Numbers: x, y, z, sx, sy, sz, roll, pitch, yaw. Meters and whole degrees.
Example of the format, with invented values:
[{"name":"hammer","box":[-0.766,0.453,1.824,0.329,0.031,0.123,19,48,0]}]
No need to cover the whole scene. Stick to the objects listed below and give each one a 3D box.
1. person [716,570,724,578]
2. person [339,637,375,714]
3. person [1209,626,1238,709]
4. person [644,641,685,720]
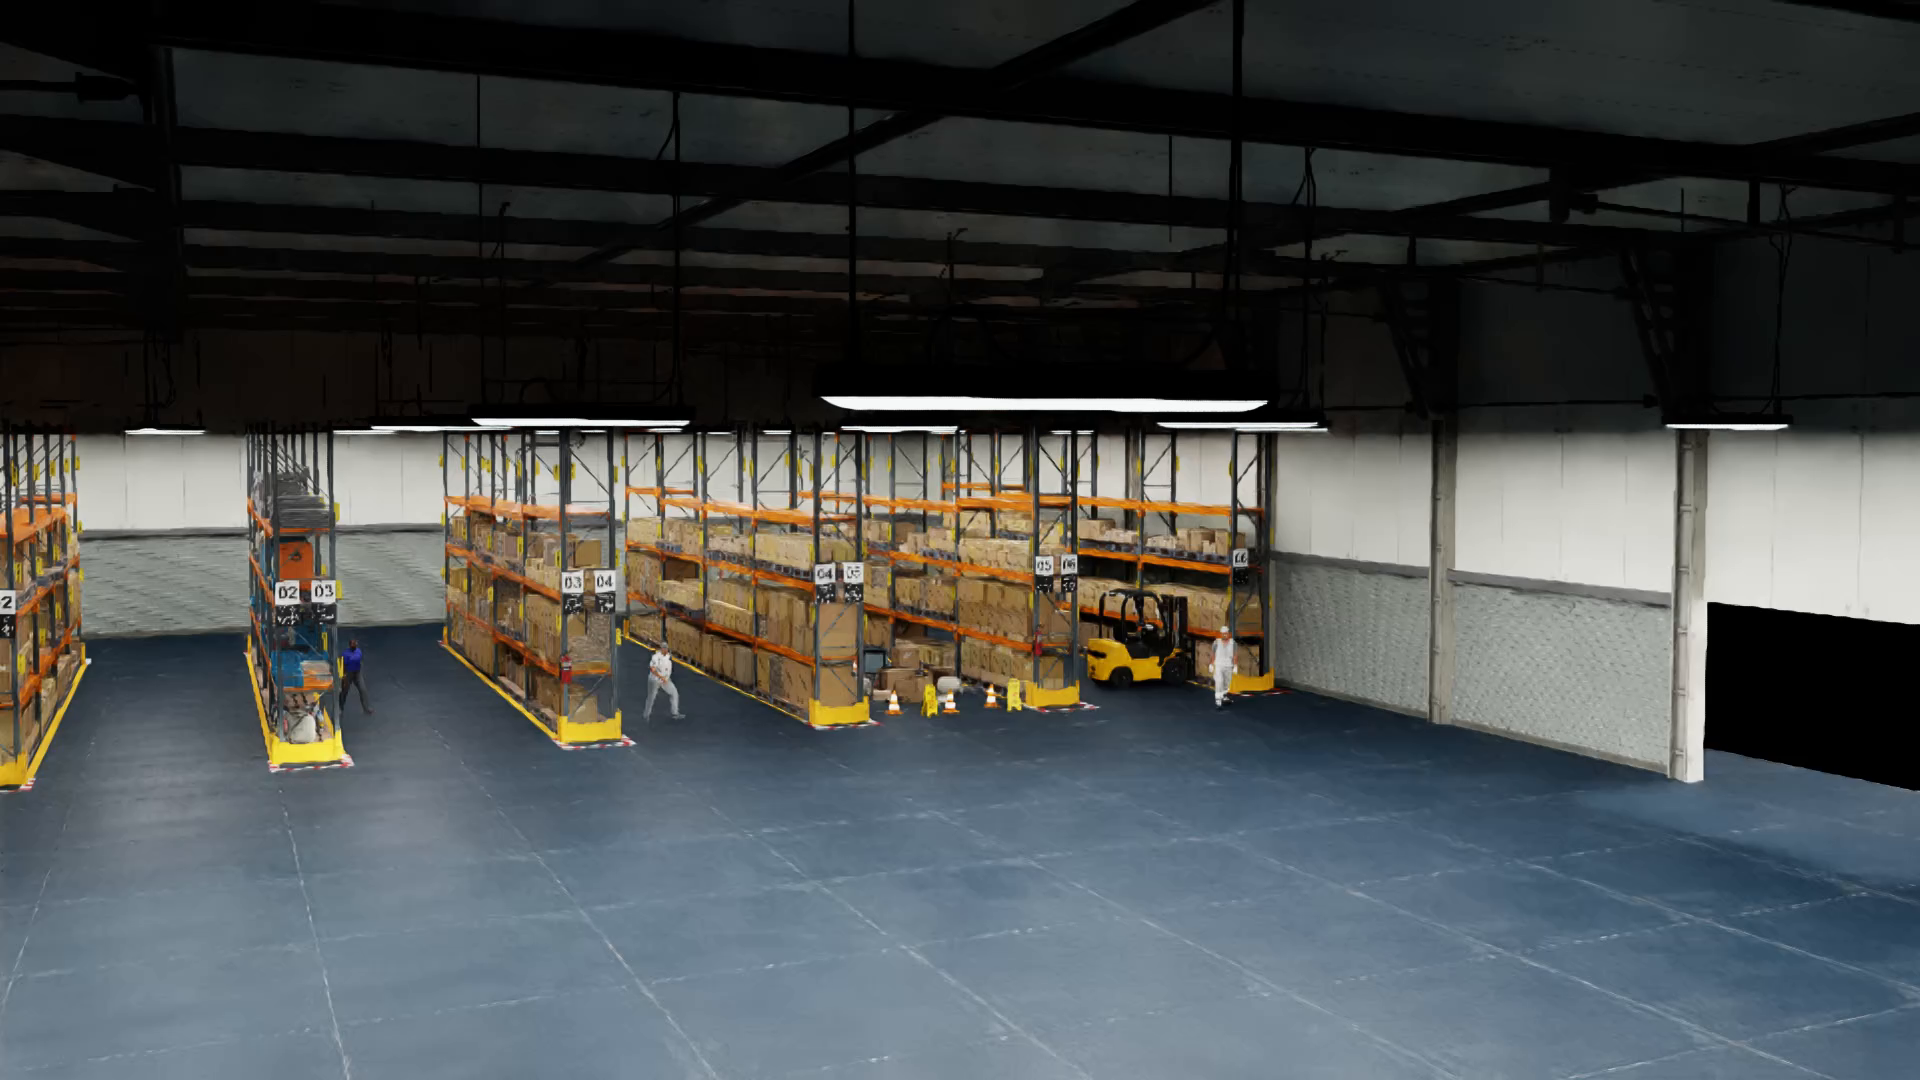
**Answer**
[{"name":"person","box":[-7.531,1.683,52.310,0.417,1.517,1.036,-1,4,-22]},{"name":"person","box":[-12.436,2.780,34.093,0.883,1.589,0.488,3,5,39]},{"name":"person","box":[5.577,2.668,35.136,0.593,1.745,0.983,0,4,-2]},{"name":"person","box":[-6.016,2.822,33.538,0.767,1.607,0.655,4,5,45]}]
